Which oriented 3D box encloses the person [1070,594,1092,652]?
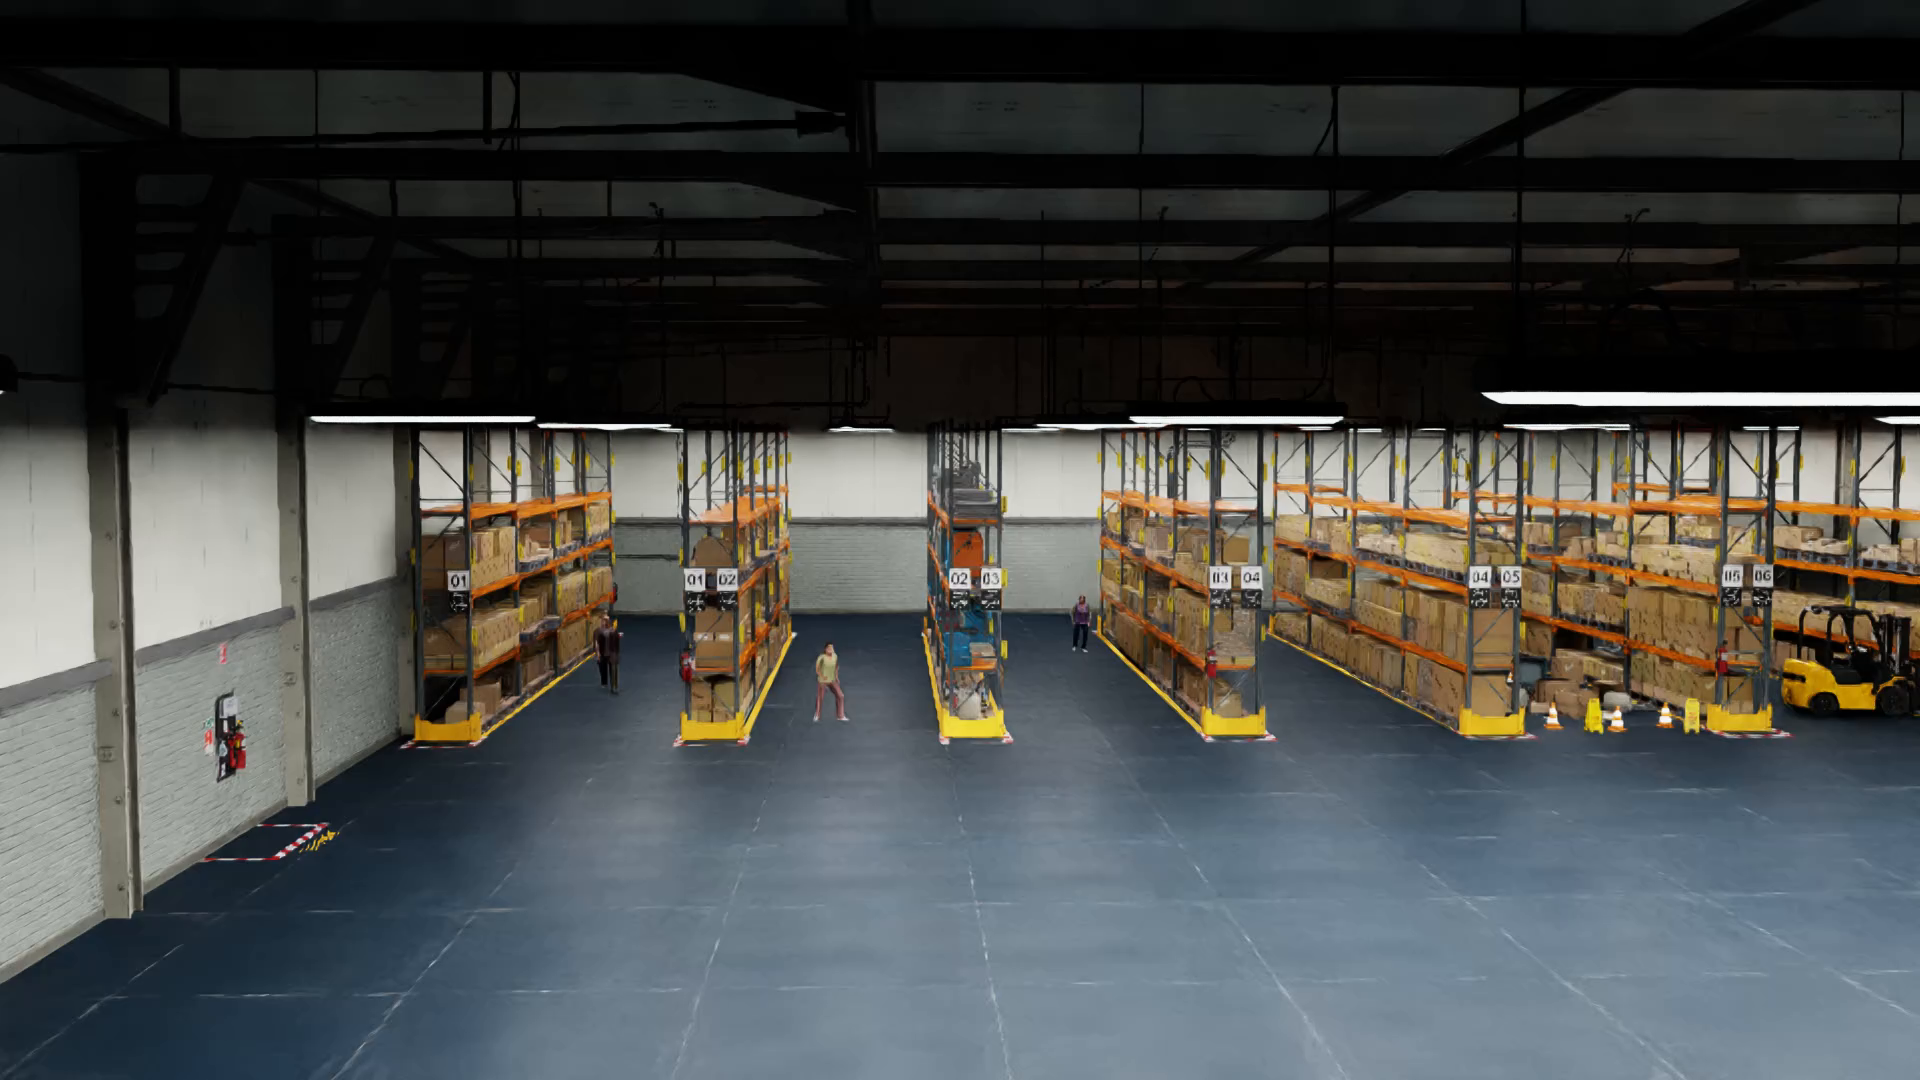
[{"bbox_3d":[3.162,2.173,43.541,0.566,1.541,0.519,0,4,-4],"label":"person"}]

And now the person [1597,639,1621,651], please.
[{"bbox_3d":[17.114,2.069,43.799,0.575,1.665,0.576,1,4,21],"label":"person"}]

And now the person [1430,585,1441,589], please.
[{"bbox_3d":[15.092,1.543,52.454,0.514,1.664,0.531,3,4,34],"label":"person"}]

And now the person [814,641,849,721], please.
[{"bbox_3d":[-2.613,2.788,33.004,0.612,1.594,0.790,-2,4,-23],"label":"person"}]

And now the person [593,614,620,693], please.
[{"bbox_3d":[-7.808,2.498,36.720,0.580,1.715,1.104,-1,4,-11],"label":"person"}]
